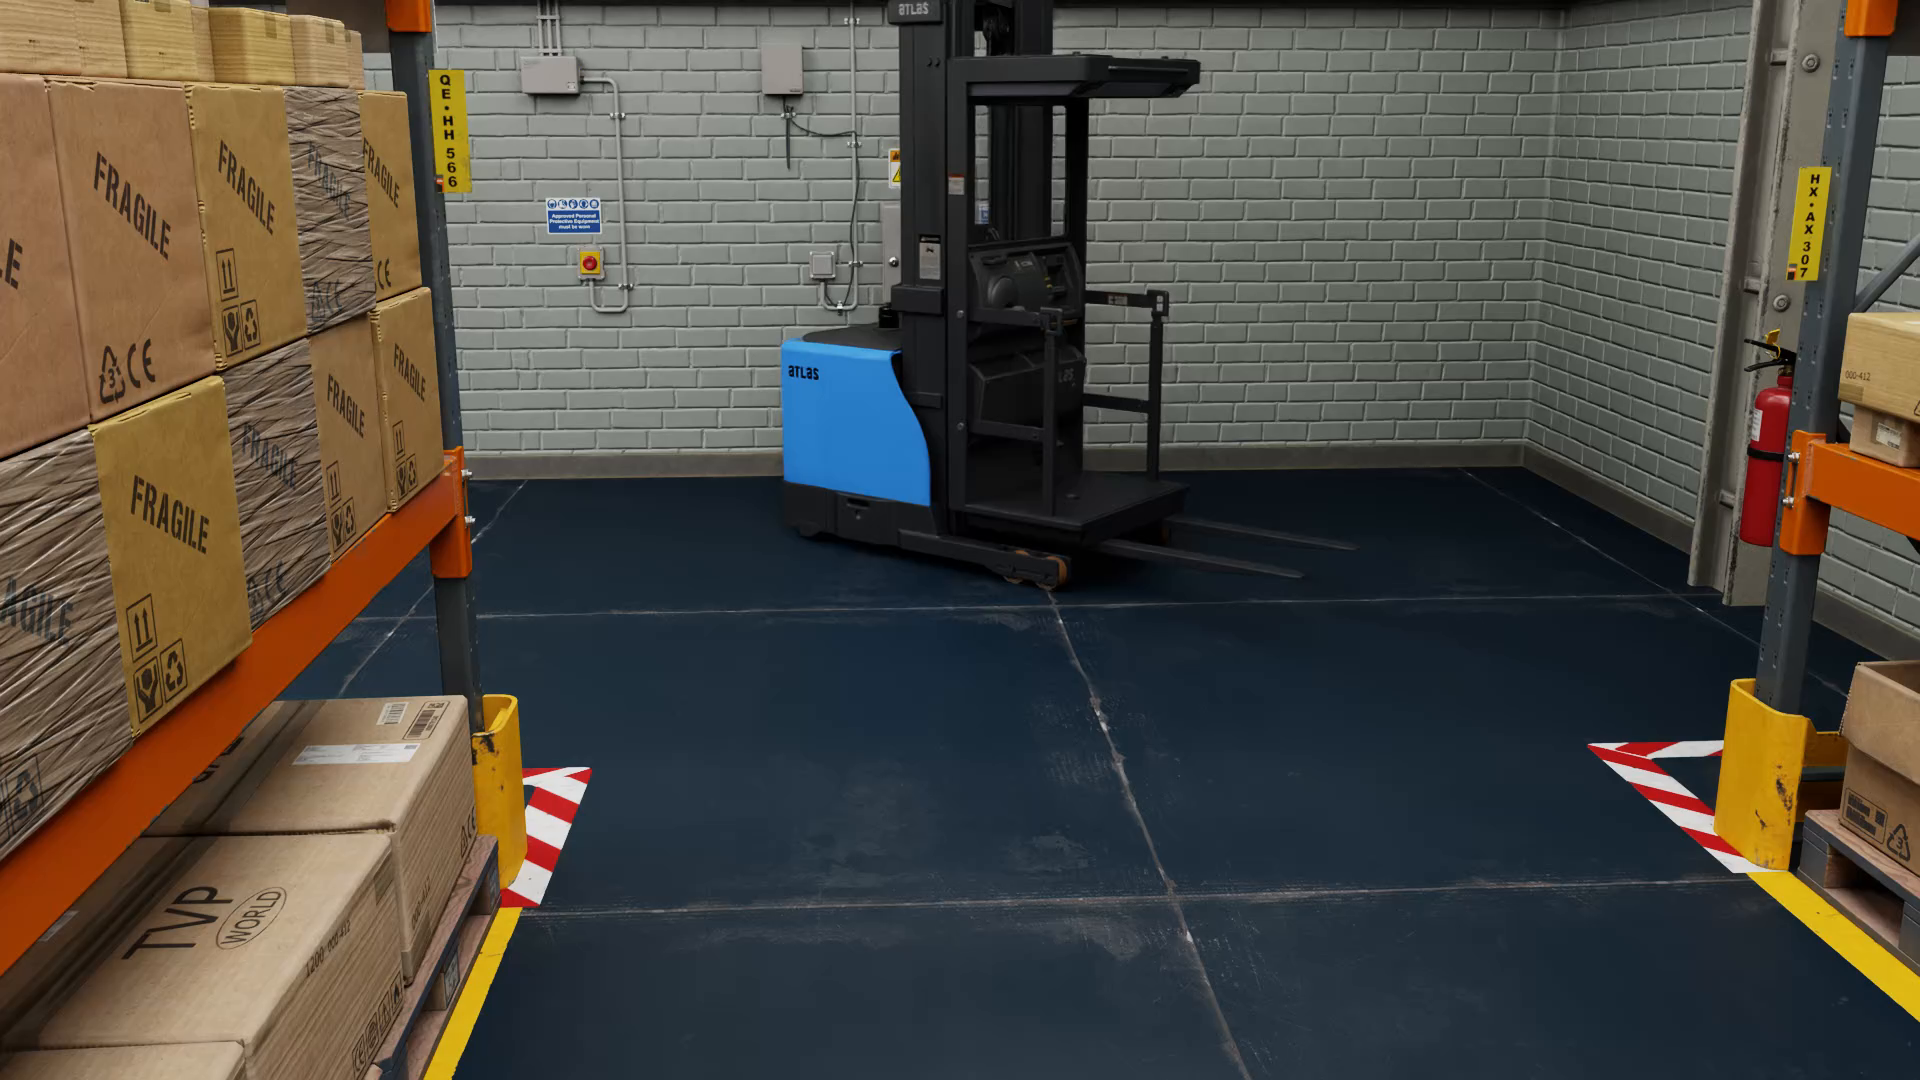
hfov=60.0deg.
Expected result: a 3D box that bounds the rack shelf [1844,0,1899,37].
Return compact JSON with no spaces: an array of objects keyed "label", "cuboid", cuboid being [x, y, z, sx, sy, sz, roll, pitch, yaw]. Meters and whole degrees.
[{"label":"rack shelf","cuboid":[3.143,-1.117,2.771,1.077,0.370,4.000,-1,14,-3]}]

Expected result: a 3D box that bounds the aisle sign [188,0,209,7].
[{"label":"aisle sign","cuboid":[-2.228,-1.705,4.416,0.394,0.787,0.004,-1,14,-3]}]

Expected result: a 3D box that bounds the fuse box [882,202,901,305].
[{"label":"fuse box","cuboid":[-0.202,-1.207,10.282,0.539,1.711,0.414,-1,14,-3]}]

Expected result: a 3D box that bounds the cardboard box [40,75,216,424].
[{"label":"cardboard box","cuboid":[-1.549,-0.471,2.631,0.500,0.500,0.500,-1,14,-4]}]

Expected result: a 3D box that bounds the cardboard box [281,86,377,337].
[{"label":"cardboard box","cuboid":[-1.605,-0.719,3.595,0.500,0.500,0.500,-1,14,-3]}]

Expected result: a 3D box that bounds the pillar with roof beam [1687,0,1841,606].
[{"label":"pillar with roof beam","cuboid":[-0.545,-4.033,6.643,9.100,9.000,0.400,-1,14,-3]}]

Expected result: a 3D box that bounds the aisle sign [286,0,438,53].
[{"label":"aisle sign","cuboid":[-1.630,-1.714,4.452,0.394,0.787,0.004,-1,14,-3]}]

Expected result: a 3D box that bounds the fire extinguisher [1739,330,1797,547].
[{"label":"fire extinguisher","cuboid":[2.549,-0.321,5.159,0.296,0.674,0.183,-1,14,-3]}]

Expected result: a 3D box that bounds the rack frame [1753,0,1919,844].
[{"label":"rack frame","cuboid":[3.019,-0.510,4.989,1.000,3.000,0.127,-1,14,-3]}]

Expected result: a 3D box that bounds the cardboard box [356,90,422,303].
[{"label":"cardboard box","cuboid":[-1.667,-0.849,4.099,0.500,0.500,0.500,0,14,-2]}]

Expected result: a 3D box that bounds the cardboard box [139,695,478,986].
[{"label":"cardboard box","cuboid":[-1.794,0.768,4.322,0.875,0.438,0.875,-1,14,-5]}]

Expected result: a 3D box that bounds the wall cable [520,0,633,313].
[{"label":"wall cable","cuboid":[-2.307,-2.342,10.006,0.585,1.953,0.123,-1,14,-3]}]

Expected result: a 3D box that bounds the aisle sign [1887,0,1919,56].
[{"label":"aisle sign","cuboid":[2.722,-1.781,4.713,0.394,0.787,0.004,-1,14,-3]}]

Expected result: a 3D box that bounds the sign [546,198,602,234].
[{"label":"sign","cuboid":[-2.359,-1.980,10.159,0.327,0.218,0.001,-1,14,-3]}]

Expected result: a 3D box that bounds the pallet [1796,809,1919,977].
[{"label":"pallet","cuboid":[3.074,1.058,4.492,1.003,0.211,1.213,-1,14,-3]}]

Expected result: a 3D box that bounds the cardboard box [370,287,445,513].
[{"label":"cardboard box","cuboid":[-1.640,-0.365,4.224,0.500,0.500,0.500,-1,14,-3]}]

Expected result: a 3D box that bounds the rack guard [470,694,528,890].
[{"label":"rack guard","cuboid":[-1.936,0.772,5.022,1.175,0.500,0.348,-1,14,-3]}]

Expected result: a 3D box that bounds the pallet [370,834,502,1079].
[{"label":"pallet","cuboid":[-1.807,1.116,4.267,1.003,0.211,1.213,-1,14,-3]}]

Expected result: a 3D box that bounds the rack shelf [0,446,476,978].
[{"label":"rack shelf","cuboid":[-1.811,0.413,2.844,1.077,0.370,4.000,-1,14,-3]}]

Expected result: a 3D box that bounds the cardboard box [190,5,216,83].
[{"label":"cardboard box","cuboid":[-1.653,-0.938,3.143,0.380,0.149,0.250,-1,14,-4]}]

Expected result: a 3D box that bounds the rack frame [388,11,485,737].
[{"label":"rack frame","cuboid":[-1.935,-0.432,4.687,1.000,3.000,0.127,-1,14,-3]}]

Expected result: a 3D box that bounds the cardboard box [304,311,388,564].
[{"label":"cardboard box","cuboid":[-1.624,-0.240,3.738,0.500,0.500,0.500,-1,14,-5]}]

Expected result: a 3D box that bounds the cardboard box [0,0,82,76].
[{"label":"cardboard box","cuboid":[-1.523,-0.746,2.397,0.380,0.149,0.250,-1,14,-3]}]

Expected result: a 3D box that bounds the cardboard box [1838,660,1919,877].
[{"label":"cardboard box","cuboid":[2.963,0.649,4.651,0.797,0.503,0.637,-1,15,-6]}]

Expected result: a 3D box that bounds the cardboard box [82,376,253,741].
[{"label":"cardboard box","cuboid":[-1.538,0.016,2.743,0.500,0.500,0.500,0,14,-2]}]

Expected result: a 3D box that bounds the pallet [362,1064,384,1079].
[{"label":"pallet","cuboid":[-1.734,1.418,3.090,1.003,0.211,1.213,-1,14,-3]}]

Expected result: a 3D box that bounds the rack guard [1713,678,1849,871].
[{"label":"rack guard","cuboid":[3.024,0.719,5.227,1.175,0.500,0.348,-1,14,-3]}]

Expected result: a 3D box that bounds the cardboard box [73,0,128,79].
[{"label":"cardboard box","cuboid":[-1.581,-0.811,2.650,0.380,0.149,0.250,0,14,-2]}]

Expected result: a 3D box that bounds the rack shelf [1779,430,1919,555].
[{"label":"rack shelf","cuboid":[3.143,0.336,3.145,1.077,0.370,4.000,-1,14,-3]}]

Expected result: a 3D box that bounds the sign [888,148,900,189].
[{"label":"sign","cuboid":[-0.270,-2.281,10.215,0.339,0.242,0.001,-1,14,-3]}]

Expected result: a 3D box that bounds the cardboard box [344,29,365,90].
[{"label":"cardboard box","cuboid":[-1.712,-1.193,4.135,0.380,0.149,0.250,-1,14,-3]}]

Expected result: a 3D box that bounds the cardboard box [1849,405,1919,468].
[{"label":"cardboard box","cuboid":[2.766,-0.302,4.686,0.380,0.149,0.250,-1,14,-4]}]

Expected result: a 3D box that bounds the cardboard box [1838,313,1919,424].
[{"label":"cardboard box","cuboid":[2.779,-0.464,4.516,0.500,0.250,0.500,-1,14,-3]}]

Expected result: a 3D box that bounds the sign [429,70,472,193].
[{"label":"sign","cuboid":[-1.392,-1.113,4.533,0.100,0.325,0.005,-1,14,-3]}]

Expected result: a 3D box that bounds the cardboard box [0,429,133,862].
[{"label":"cardboard box","cuboid":[-1.506,0.144,2.245,0.500,0.500,0.500,-1,14,-3]}]

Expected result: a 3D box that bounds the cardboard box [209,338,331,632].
[{"label":"cardboard box","cuboid":[-1.583,-0.112,3.242,0.500,0.500,0.500,0,14,-2]}]

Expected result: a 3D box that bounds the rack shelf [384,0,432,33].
[{"label":"rack shelf","cuboid":[-1.811,-1.039,2.470,1.077,0.370,4.000,-1,14,-3]}]

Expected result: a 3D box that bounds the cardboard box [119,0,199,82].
[{"label":"cardboard box","cuboid":[-1.579,-0.877,2.904,0.380,0.149,0.250,-1,14,-2]}]

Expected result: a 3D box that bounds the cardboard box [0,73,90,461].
[{"label":"cardboard box","cuboid":[-1.520,-0.346,2.143,0.500,0.500,0.500,-1,14,-2]}]

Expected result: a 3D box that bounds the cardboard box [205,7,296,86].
[{"label":"cardboard box","cuboid":[-1.598,-1.004,3.400,0.380,0.149,0.250,-1,14,-2]}]

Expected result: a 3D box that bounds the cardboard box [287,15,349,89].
[{"label":"cardboard box","cuboid":[-1.573,-1.067,3.646,0.380,0.149,0.250,-1,14,-4]}]

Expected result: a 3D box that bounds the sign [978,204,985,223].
[{"label":"sign","cuboid":[0.279,-1.844,10.363,0.329,0.494,0.001,-1,14,-3]}]

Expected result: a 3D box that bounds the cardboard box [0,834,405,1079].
[{"label":"cardboard box","cuboid":[-1.729,0.995,3.438,0.875,0.438,0.875,0,14,-2]}]

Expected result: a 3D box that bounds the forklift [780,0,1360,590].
[{"label":"forklift","cuboid":[0.511,-1.325,8.295,3.031,2.935,1.130,10,18,35]}]

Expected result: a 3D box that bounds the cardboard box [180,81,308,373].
[{"label":"cardboard box","cuboid":[-1.578,-0.596,3.117,0.500,0.500,0.500,-1,14,-4]}]

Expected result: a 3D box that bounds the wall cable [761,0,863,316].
[{"label":"wall cable","cuboid":[-0.892,-2.351,10.106,0.588,1.984,0.122,-1,14,-3]}]

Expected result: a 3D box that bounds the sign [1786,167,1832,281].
[{"label":"sign","cuboid":[2.478,-0.921,4.848,0.100,0.325,0.005,-1,14,-3]}]

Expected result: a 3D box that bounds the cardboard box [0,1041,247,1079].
[{"label":"cardboard box","cuboid":[-1.675,1.219,2.566,0.875,0.438,0.875,-1,14,-5]}]
